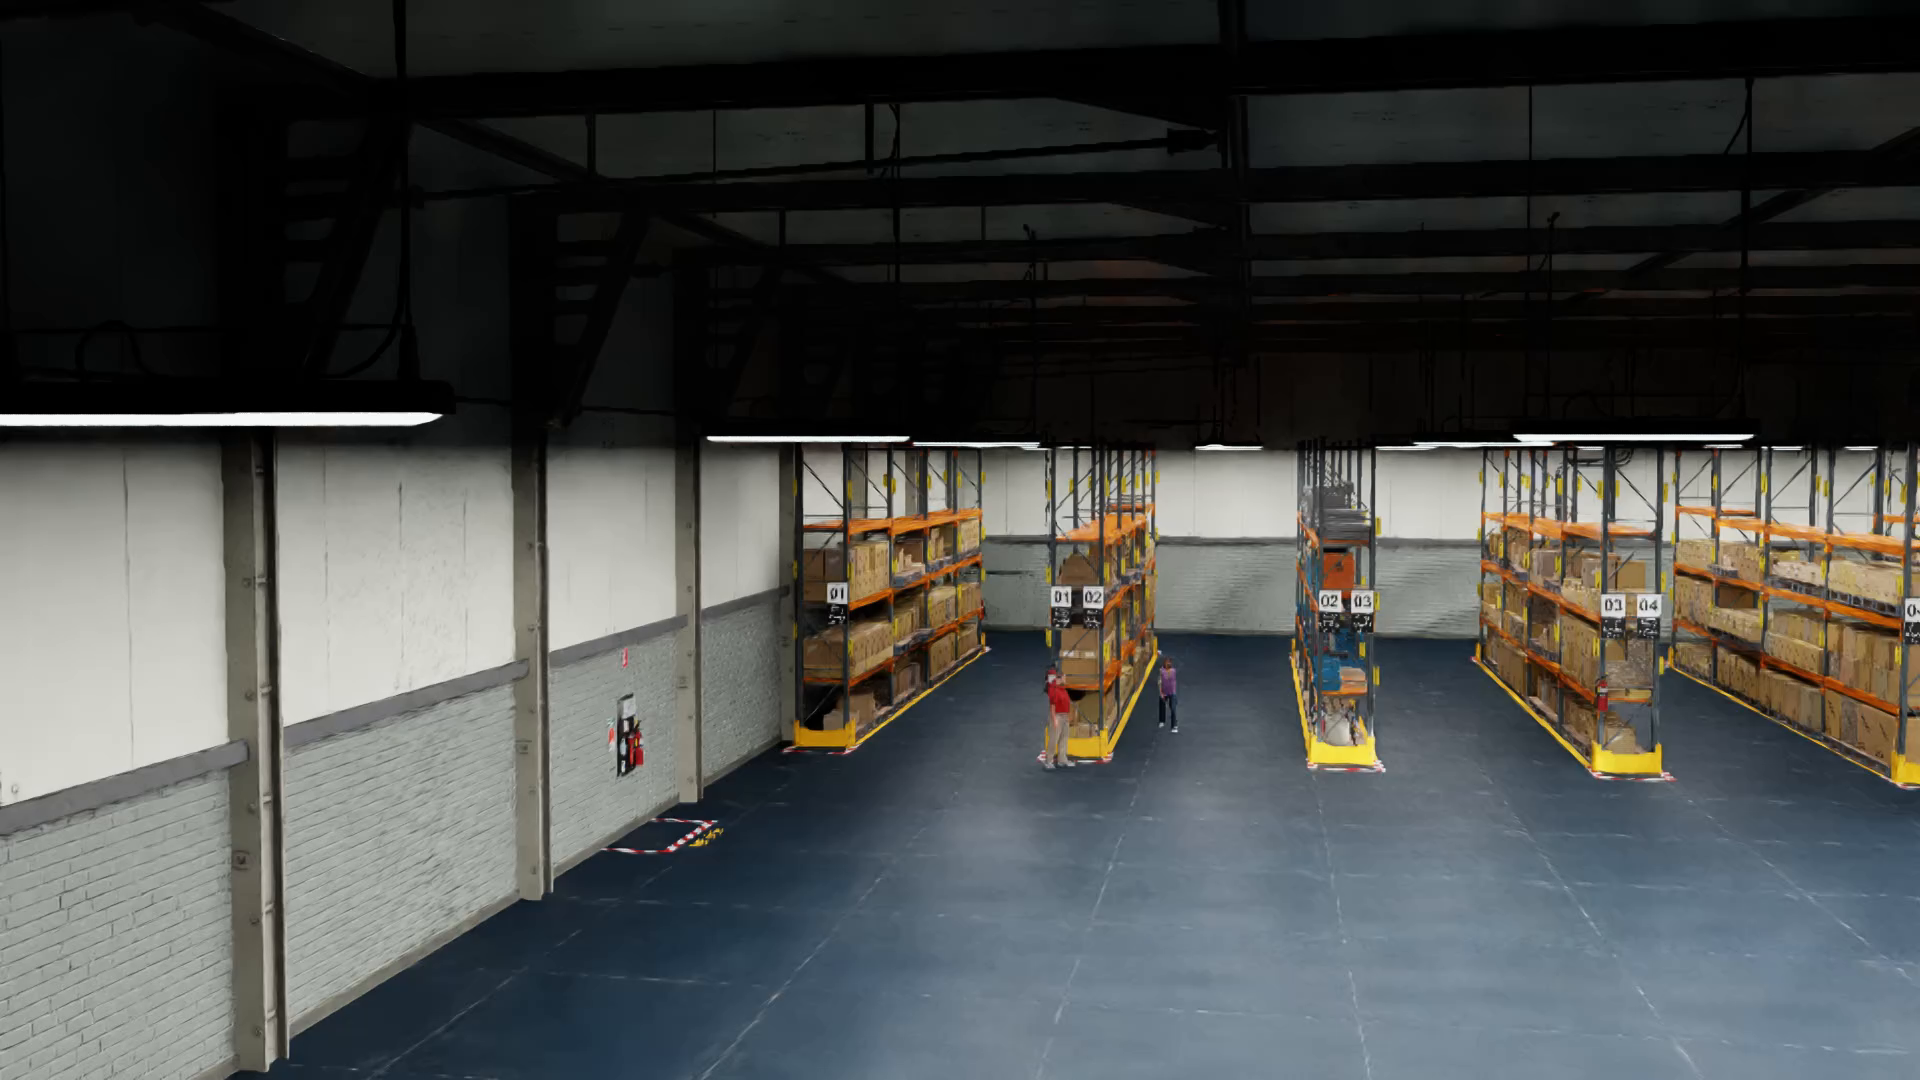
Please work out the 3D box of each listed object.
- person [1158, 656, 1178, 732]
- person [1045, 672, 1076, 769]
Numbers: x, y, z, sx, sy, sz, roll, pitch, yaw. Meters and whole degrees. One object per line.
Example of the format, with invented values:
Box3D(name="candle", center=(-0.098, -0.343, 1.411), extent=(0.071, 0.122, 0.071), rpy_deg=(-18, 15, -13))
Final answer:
Box3D(name="person", center=(4.247, 3.137, 34.101), extent=(0.411, 1.534, 0.957), rpy_deg=(0, 3, 2))
Box3D(name="person", center=(1.798, 3.252, 30.120), extent=(0.433, 1.728, 0.636), rpy_deg=(2, 4, 31))
